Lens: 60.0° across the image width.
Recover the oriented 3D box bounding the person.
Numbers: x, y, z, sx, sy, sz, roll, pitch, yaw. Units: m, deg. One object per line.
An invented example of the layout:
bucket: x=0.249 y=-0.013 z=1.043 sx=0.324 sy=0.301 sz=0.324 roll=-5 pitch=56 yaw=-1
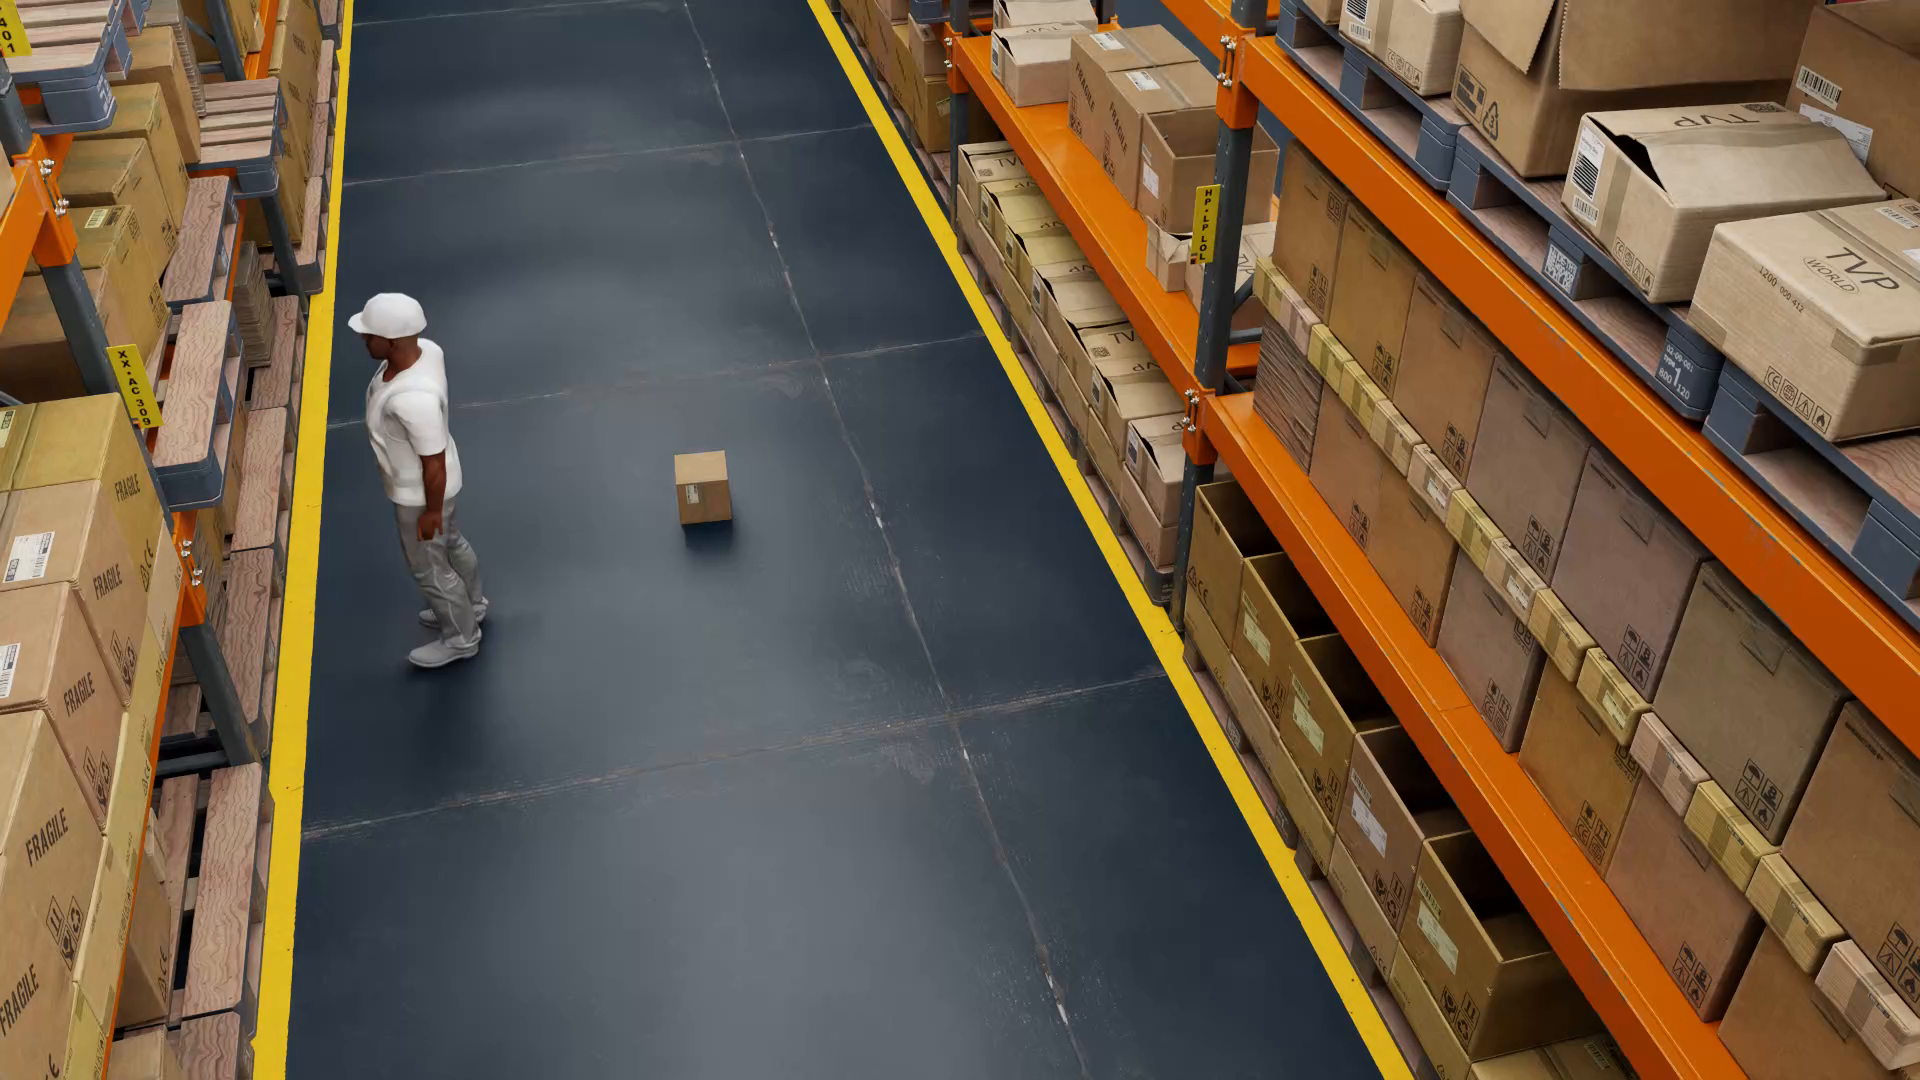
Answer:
person: x=-2.288 y=-0.245 z=7.015 sx=0.411 sy=1.775 sz=0.565 roll=-10 pitch=39 yaw=-13
